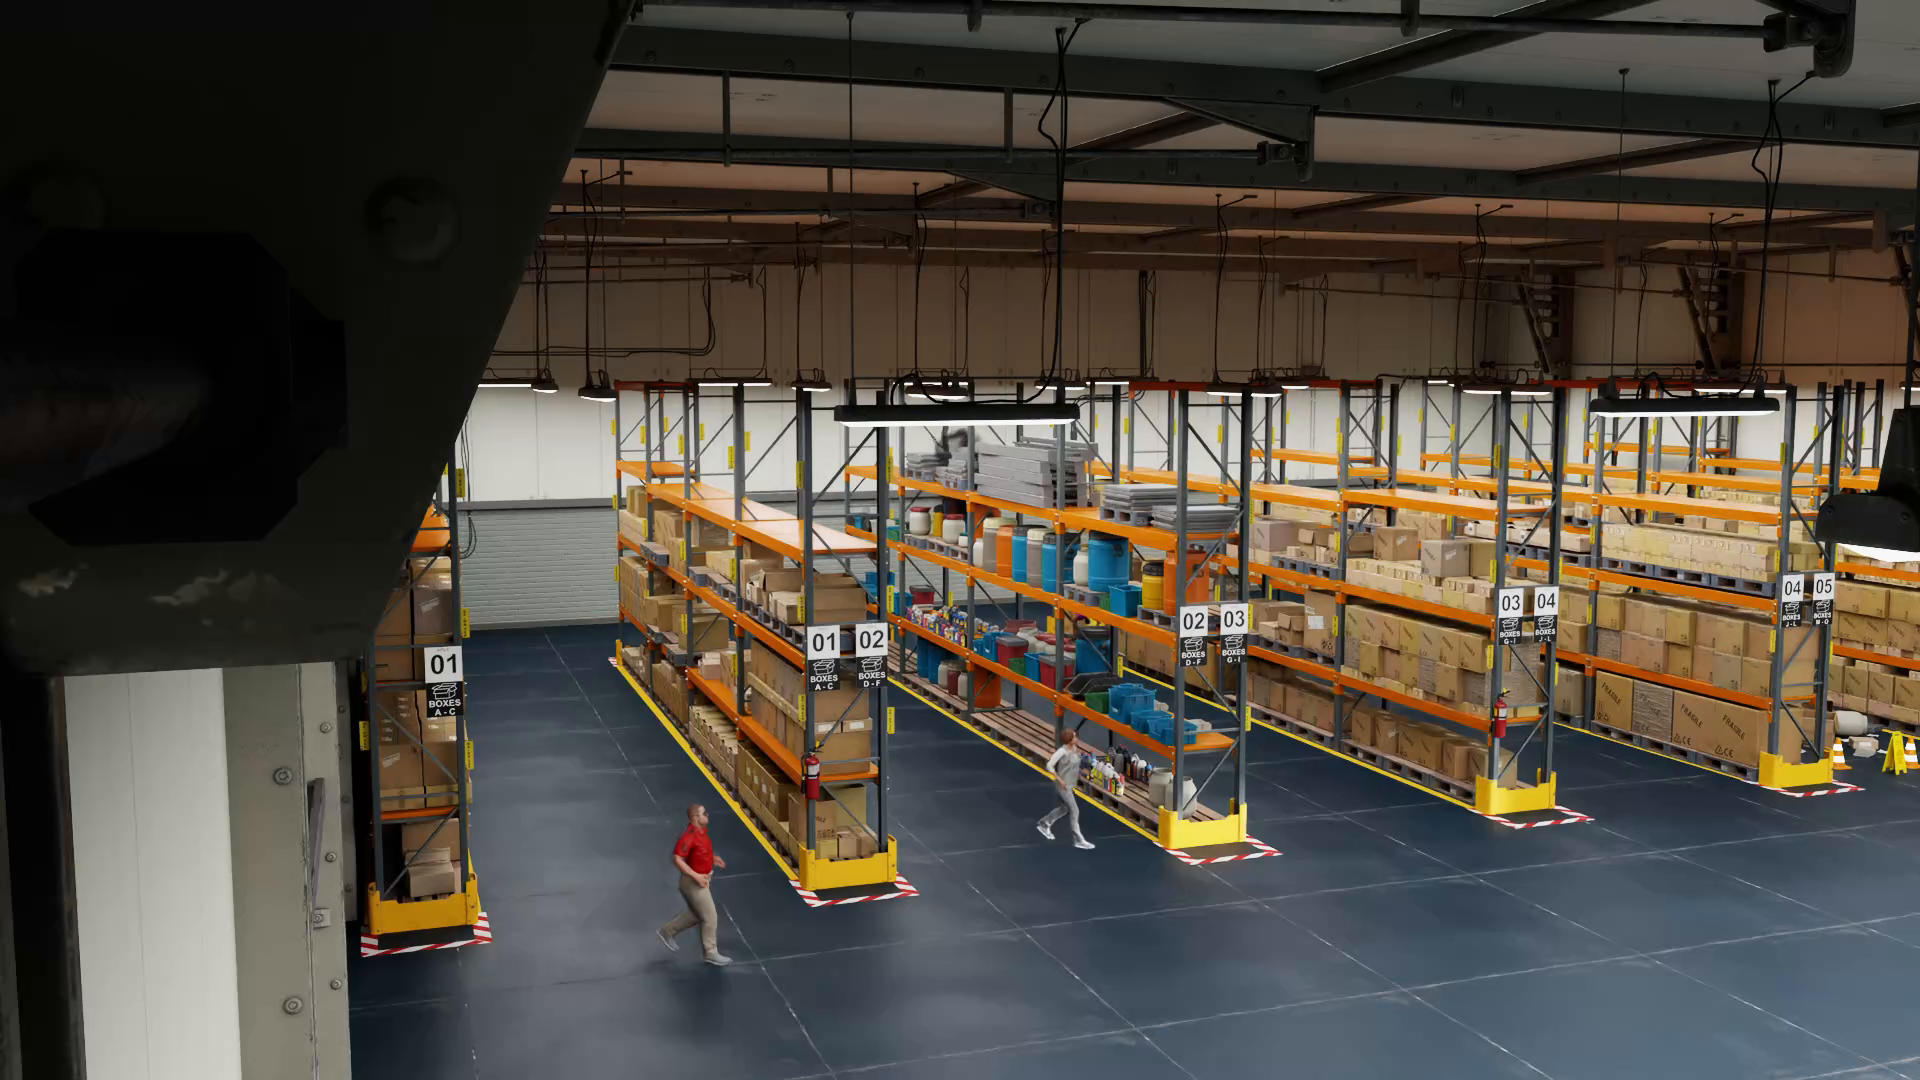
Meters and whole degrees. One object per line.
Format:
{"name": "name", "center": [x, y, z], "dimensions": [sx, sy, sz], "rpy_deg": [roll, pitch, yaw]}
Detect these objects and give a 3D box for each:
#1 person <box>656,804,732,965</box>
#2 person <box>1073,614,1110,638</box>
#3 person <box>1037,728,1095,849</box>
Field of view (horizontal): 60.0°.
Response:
{"name": "person", "center": [-2.829, 3.634, 17.546], "dimensions": [0.827, 1.733, 0.682], "rpy_deg": [0, 6, 0]}
{"name": "person", "center": [2.687, 1.990, 33.207], "dimensions": [0.672, 1.686, 0.714], "rpy_deg": [-4, 7, -35]}
{"name": "person", "center": [1.368, 3.225, 21.717], "dimensions": [0.827, 1.580, 0.548], "rpy_deg": [2, 7, 22]}
